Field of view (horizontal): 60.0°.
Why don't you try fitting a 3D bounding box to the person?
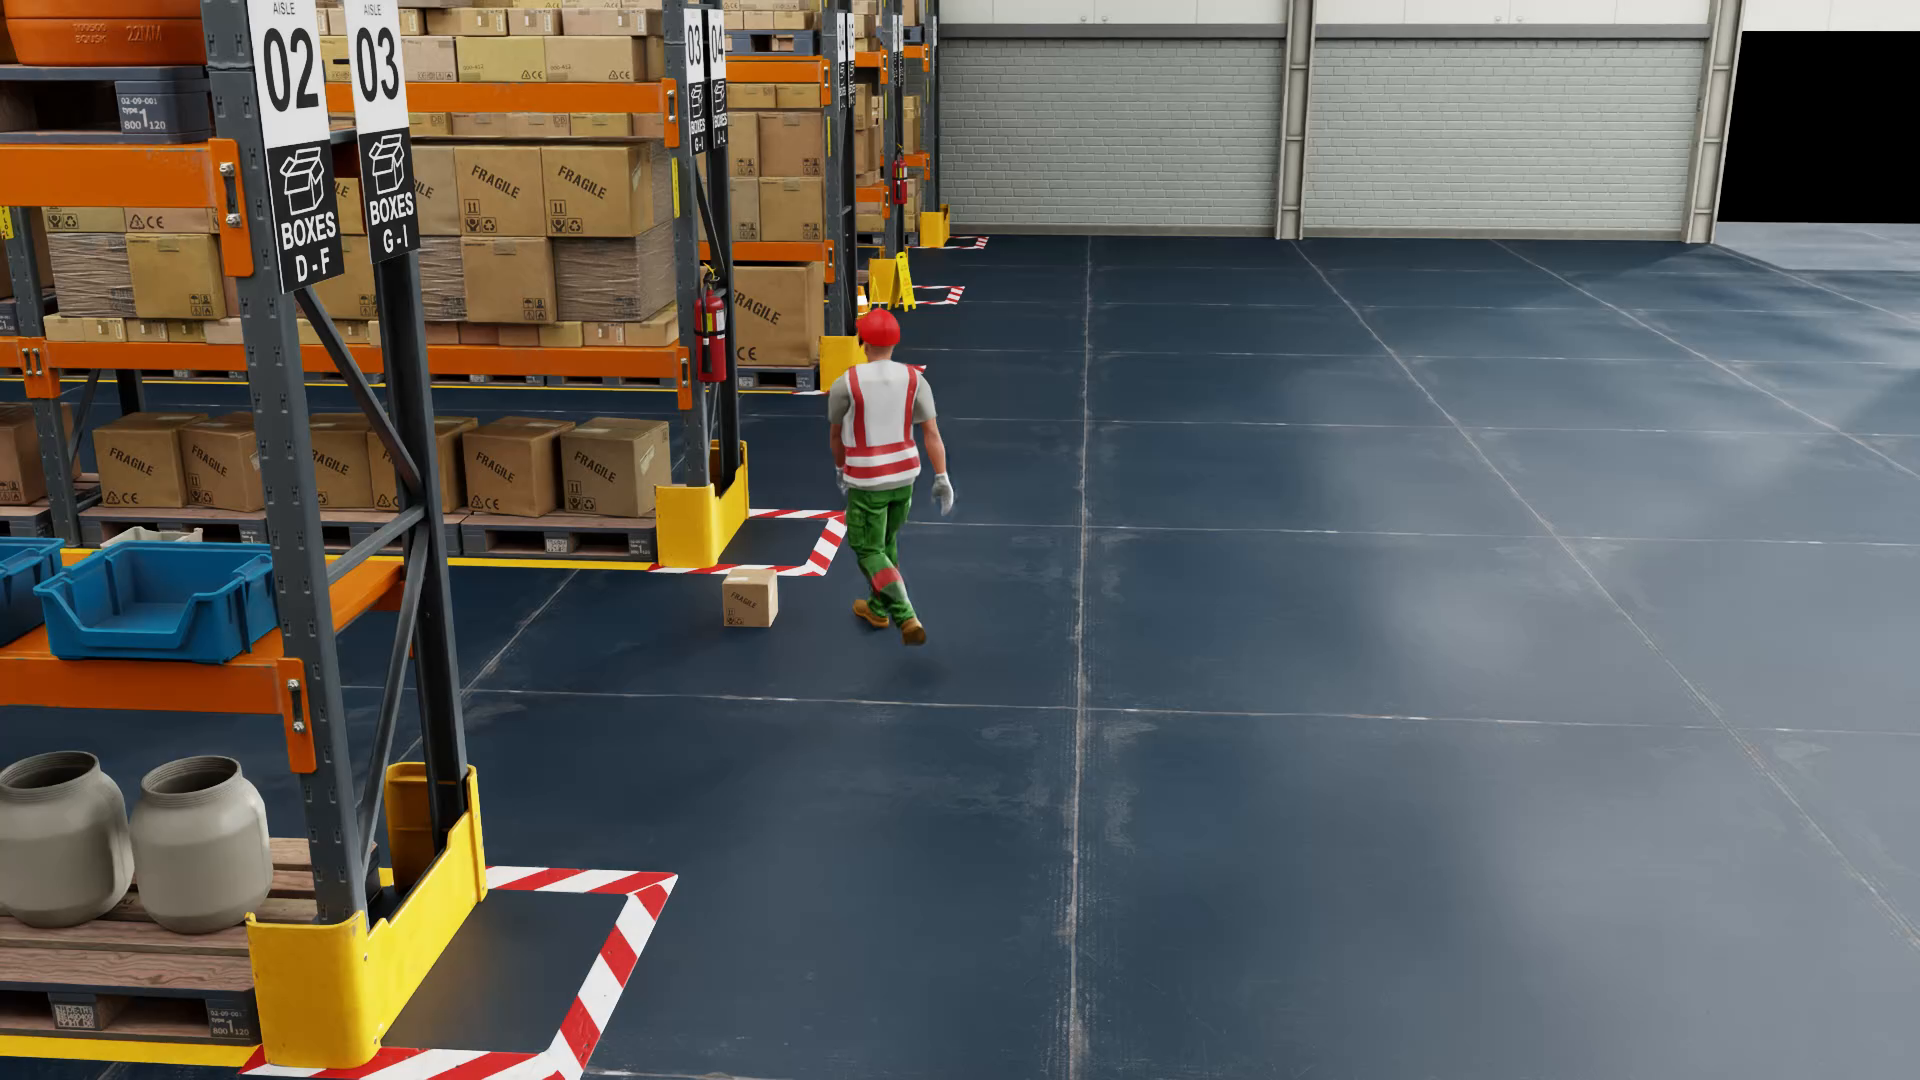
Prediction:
[{"bbox_3d":[-0.373,-0.310,8.525,0.575,1.755,0.936,-8,19,-24],"label":"person"}]
